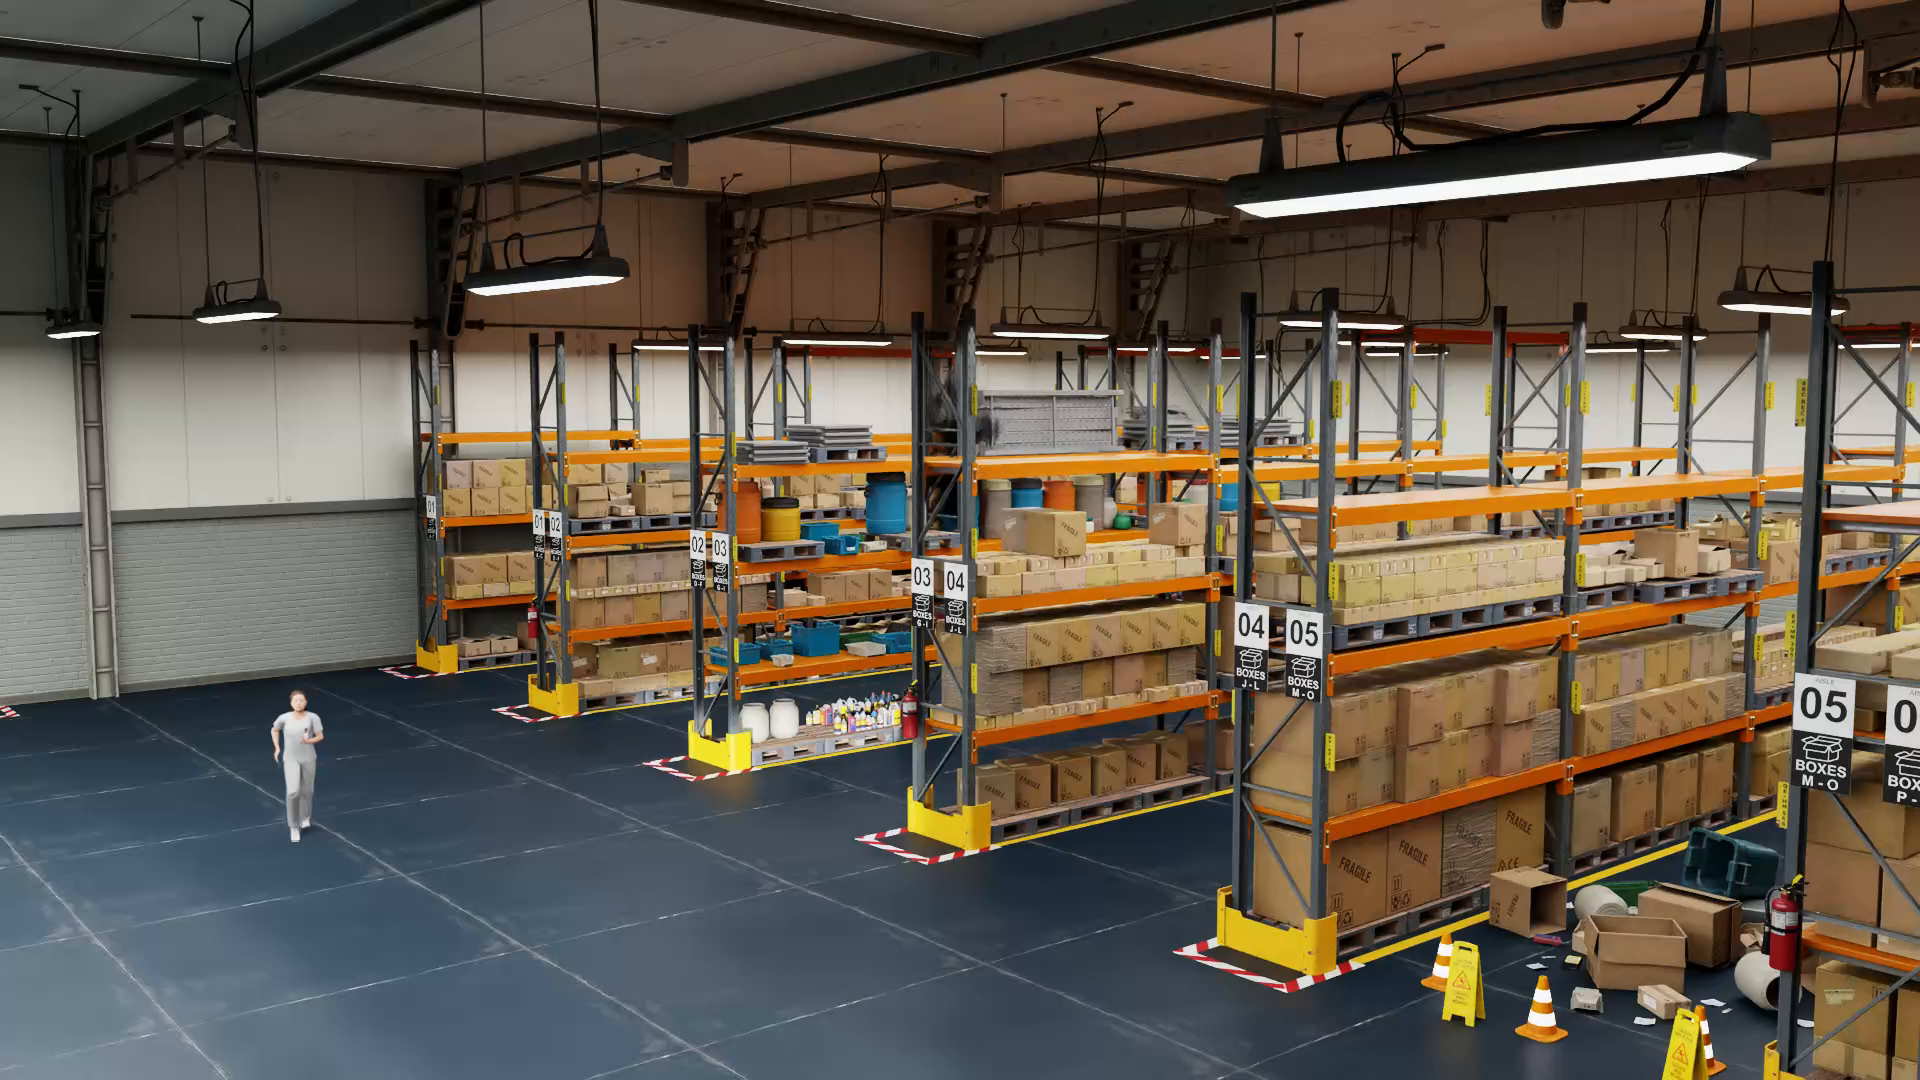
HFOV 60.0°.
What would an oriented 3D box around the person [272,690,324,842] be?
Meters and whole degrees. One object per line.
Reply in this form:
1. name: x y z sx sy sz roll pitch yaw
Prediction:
1. person: -7.578 2.571 19.071 0.531 1.721 0.738 -3 6 -27
